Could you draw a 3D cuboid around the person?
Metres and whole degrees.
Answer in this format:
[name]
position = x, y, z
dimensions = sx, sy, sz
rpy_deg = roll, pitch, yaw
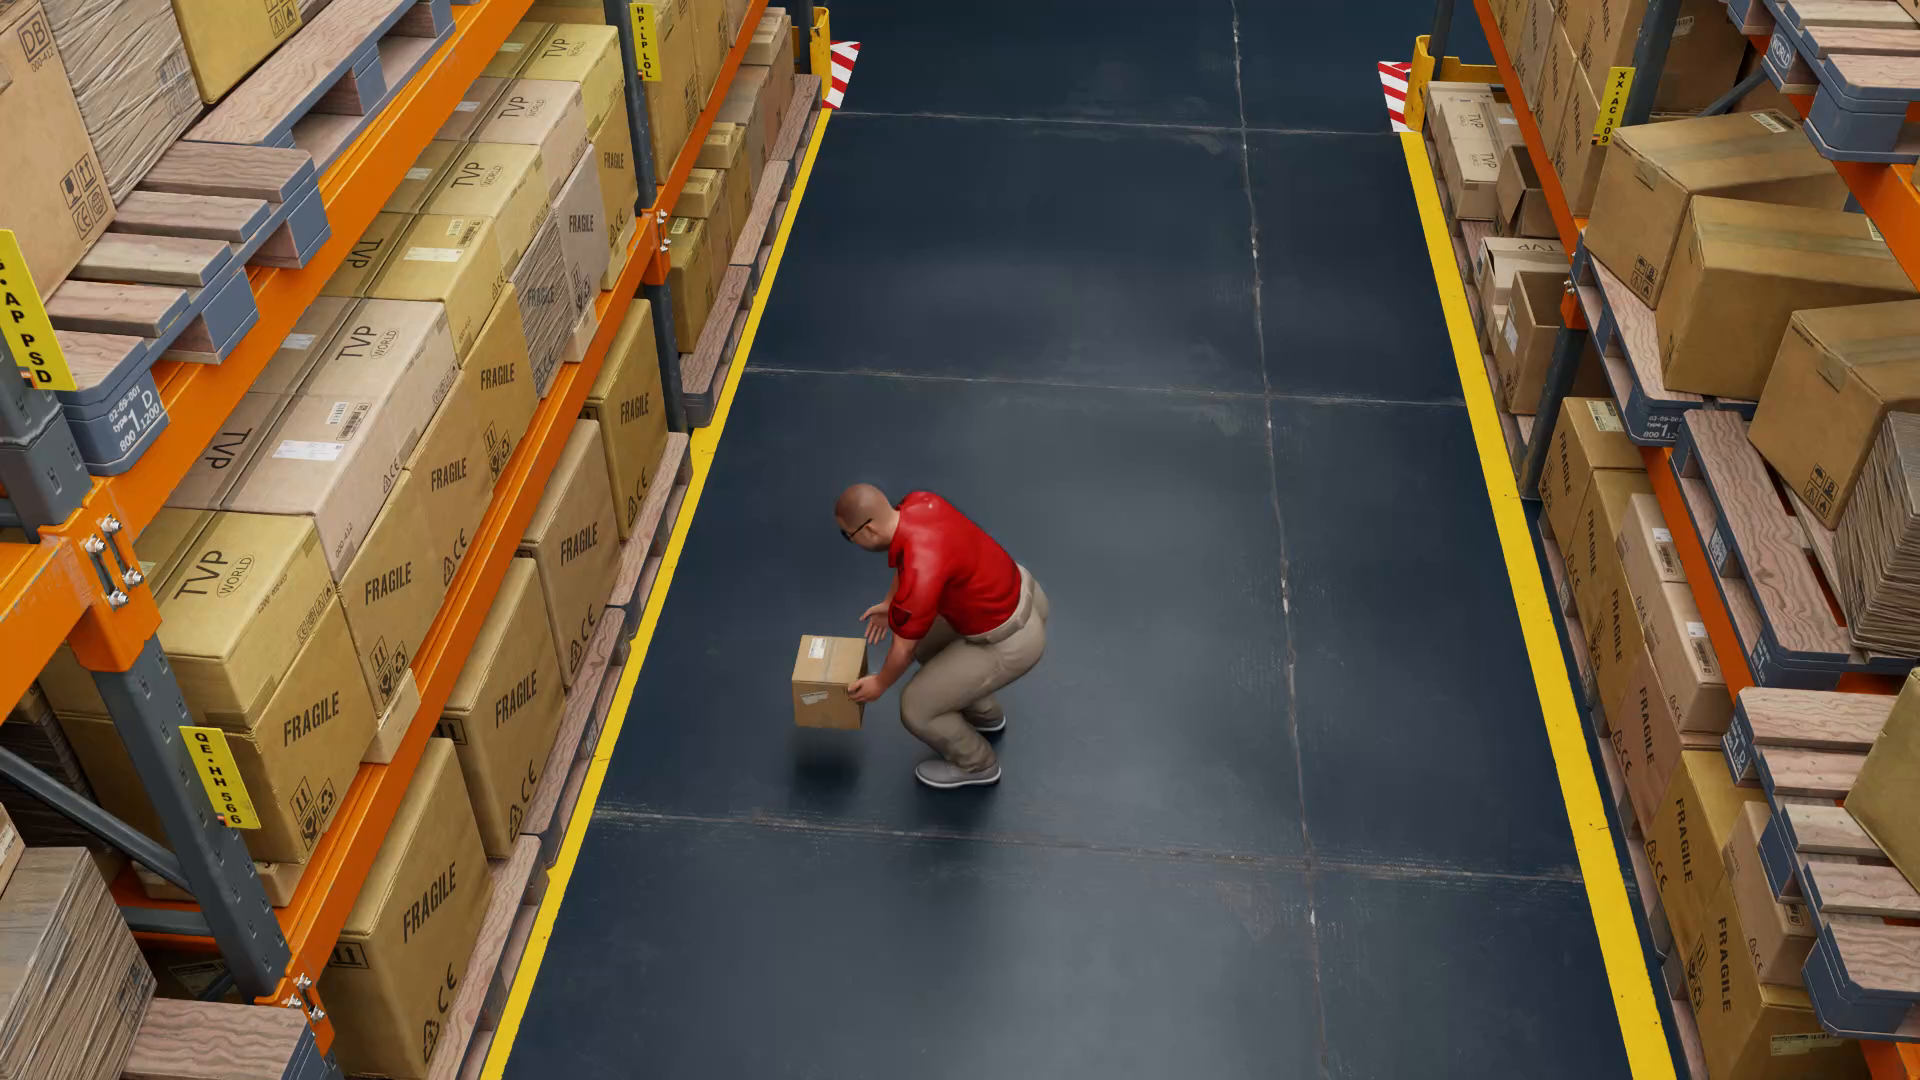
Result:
[person]
position = -0.056, 0.340, 6.083
dimensions = 0.753, 1.322, 0.590
rpy_deg = 3, 40, 4
